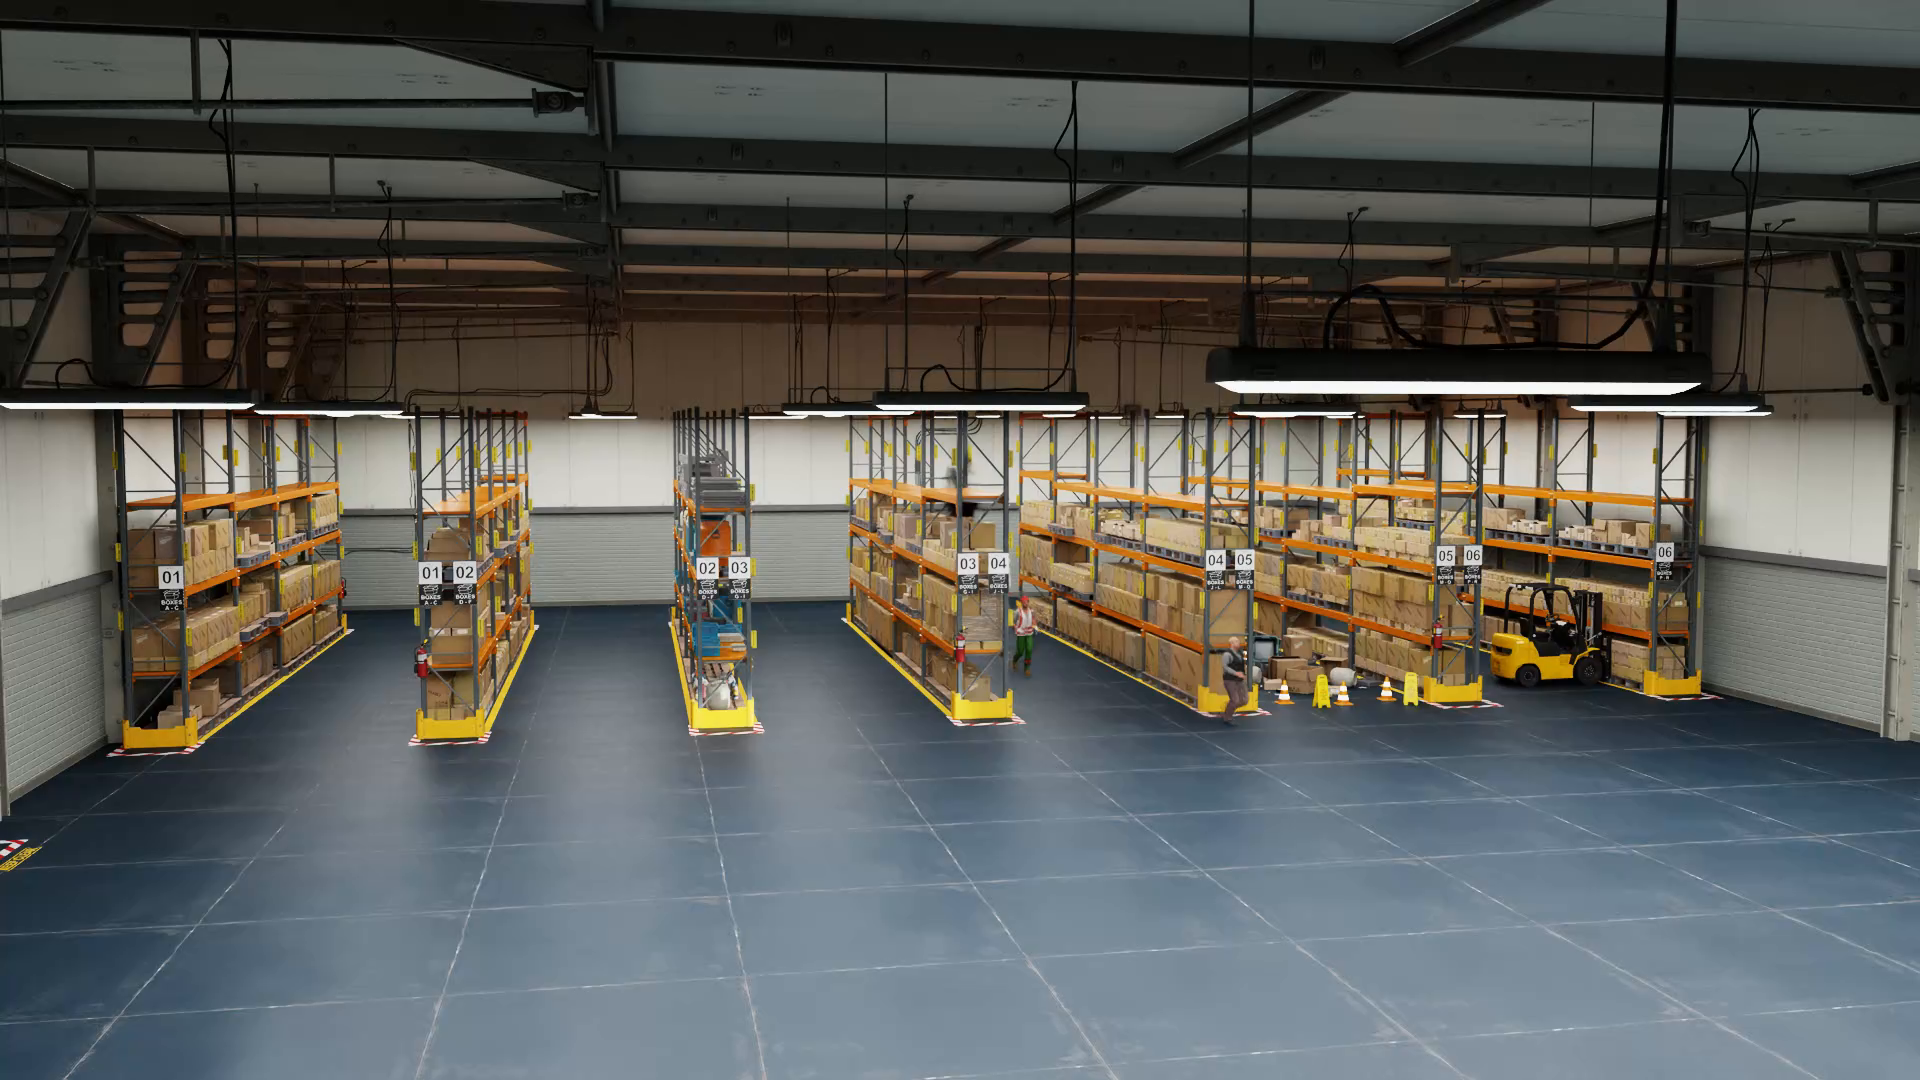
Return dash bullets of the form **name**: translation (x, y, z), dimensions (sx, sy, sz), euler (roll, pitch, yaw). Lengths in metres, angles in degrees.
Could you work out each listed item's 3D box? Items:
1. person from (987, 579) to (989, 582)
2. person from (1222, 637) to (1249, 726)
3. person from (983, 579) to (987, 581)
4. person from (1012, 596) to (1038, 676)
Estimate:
- **person**: translation (0.564, 1.375, 49.172), dimensions (0.971, 1.670, 0.747), euler (-3, 5, -35)
- **person**: translation (5.197, 2.629, 31.319), dimensions (0.592, 1.630, 0.689), euler (4, 6, 44)
- **person**: translation (0.552, 1.431, 47.862), dimensions (0.698, 1.817, 0.751), euler (1, 4, 12)
- **person**: translation (1.460, 2.159, 37.757), dimensions (0.684, 1.781, 0.756), euler (-1, 4, -20)
